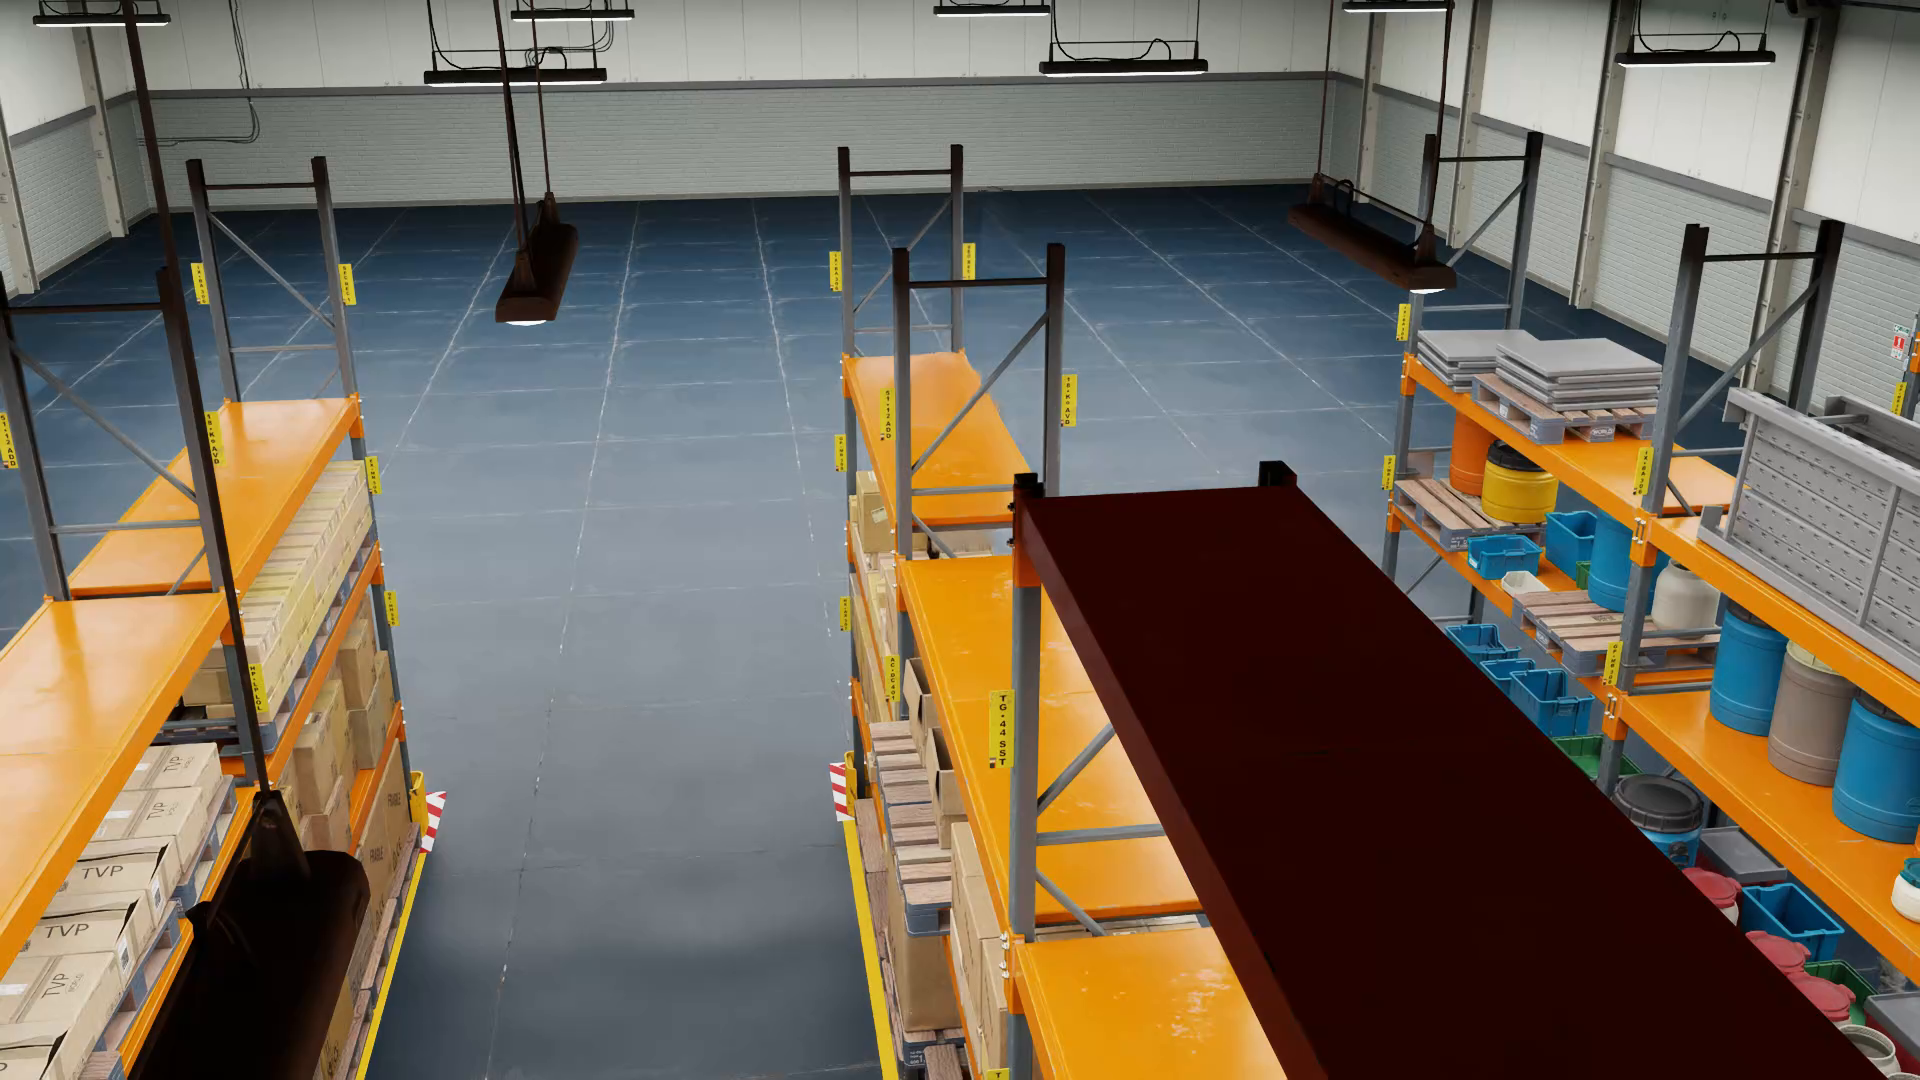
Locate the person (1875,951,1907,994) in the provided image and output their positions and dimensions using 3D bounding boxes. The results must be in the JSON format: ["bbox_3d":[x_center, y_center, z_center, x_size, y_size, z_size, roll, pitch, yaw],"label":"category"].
[{"bbox_3d":[7.201,2.730,12.351,0.622,1.811,0.732,-8,23,-19],"label":"person"}]
